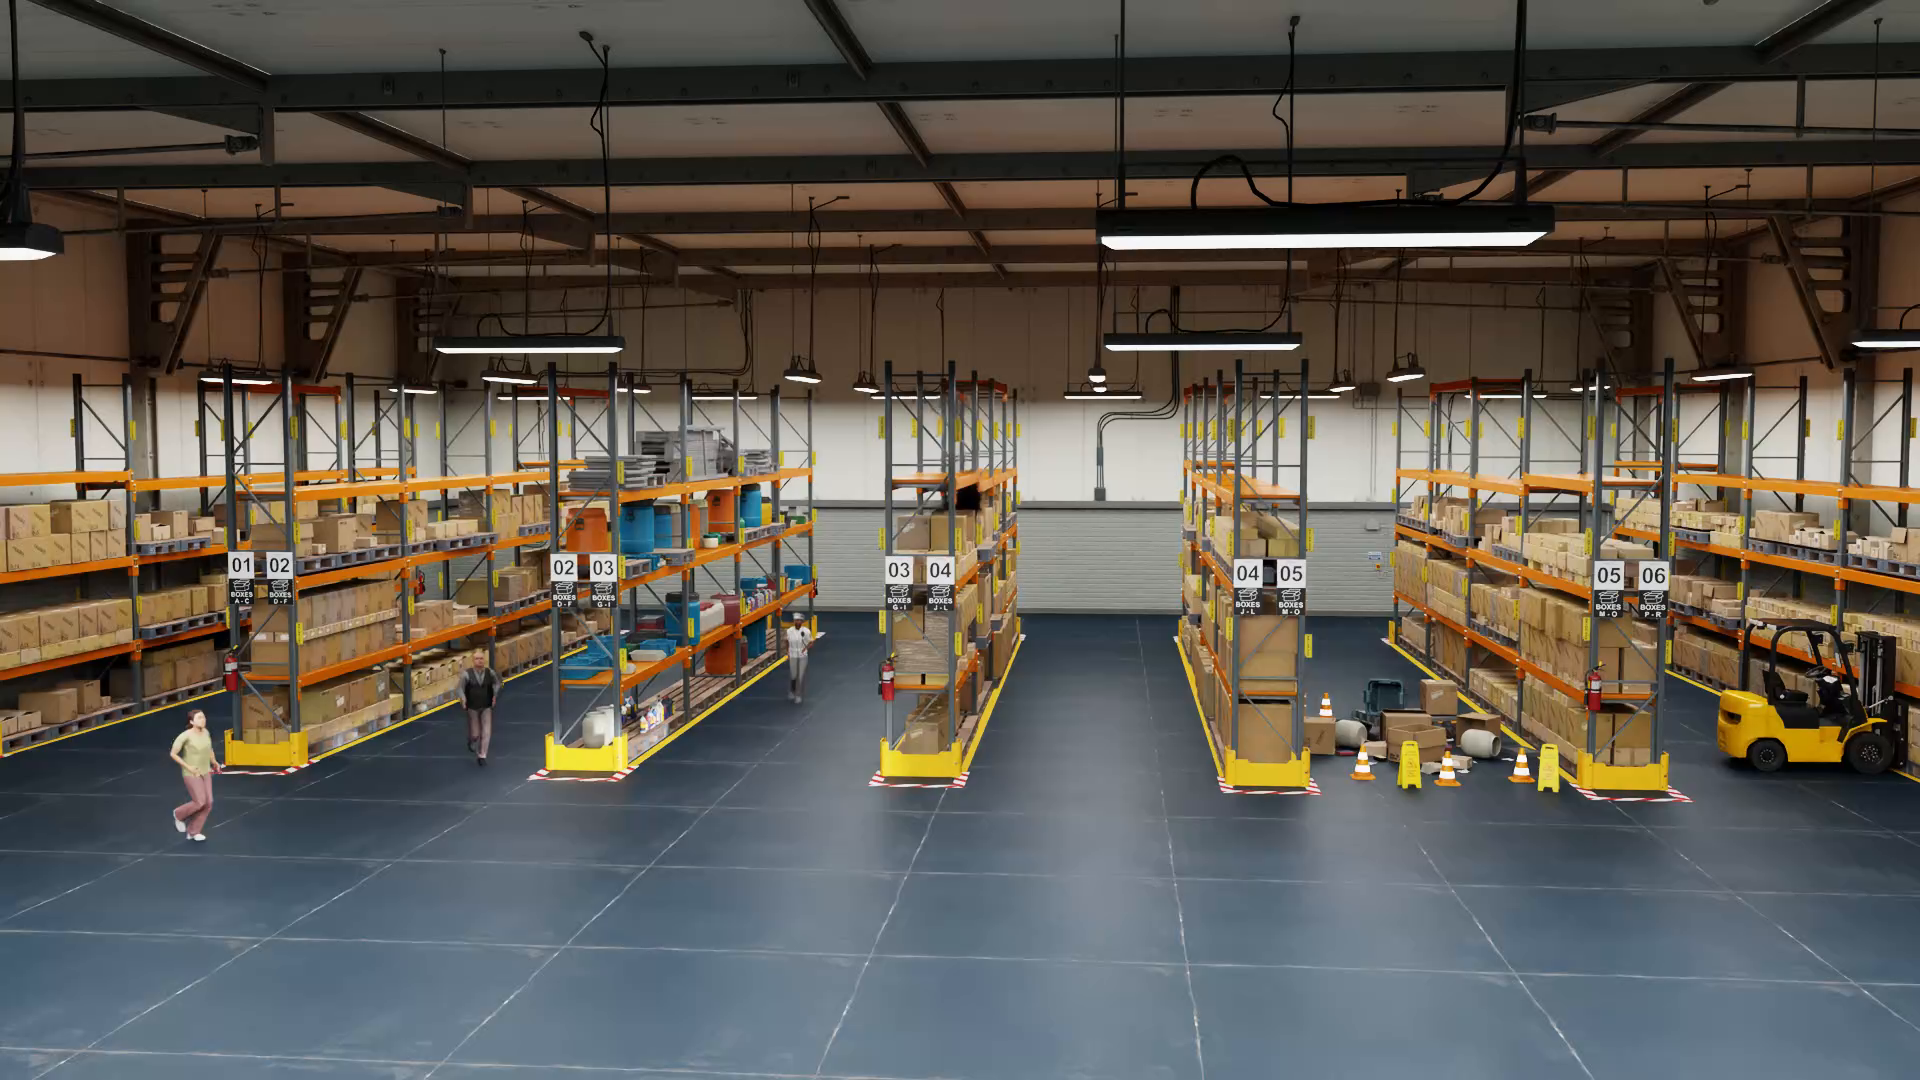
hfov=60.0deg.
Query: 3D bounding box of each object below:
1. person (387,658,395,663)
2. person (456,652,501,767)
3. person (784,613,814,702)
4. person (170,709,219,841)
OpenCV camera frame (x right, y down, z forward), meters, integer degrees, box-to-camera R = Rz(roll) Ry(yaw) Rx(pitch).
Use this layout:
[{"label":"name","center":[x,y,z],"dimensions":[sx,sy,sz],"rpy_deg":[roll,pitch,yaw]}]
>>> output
[{"label":"person","center":[-11.538,1.996,33.559],"dimensions":[0.508,1.604,0.667],"rpy_deg":[1,4,9]},{"label":"person","center":[-7.245,2.531,25.060],"dimensions":[0.671,1.695,0.662],"rpy_deg":[-2,4,-24]},{"label":"person","center":[-2.964,2.159,30.539],"dimensions":[0.561,1.667,0.573],"rpy_deg":[0,4,-1]},{"label":"person","center":[-9.370,2.873,20.357],"dimensions":[0.538,1.598,0.586],"rpy_deg":[2,4,23]}]
